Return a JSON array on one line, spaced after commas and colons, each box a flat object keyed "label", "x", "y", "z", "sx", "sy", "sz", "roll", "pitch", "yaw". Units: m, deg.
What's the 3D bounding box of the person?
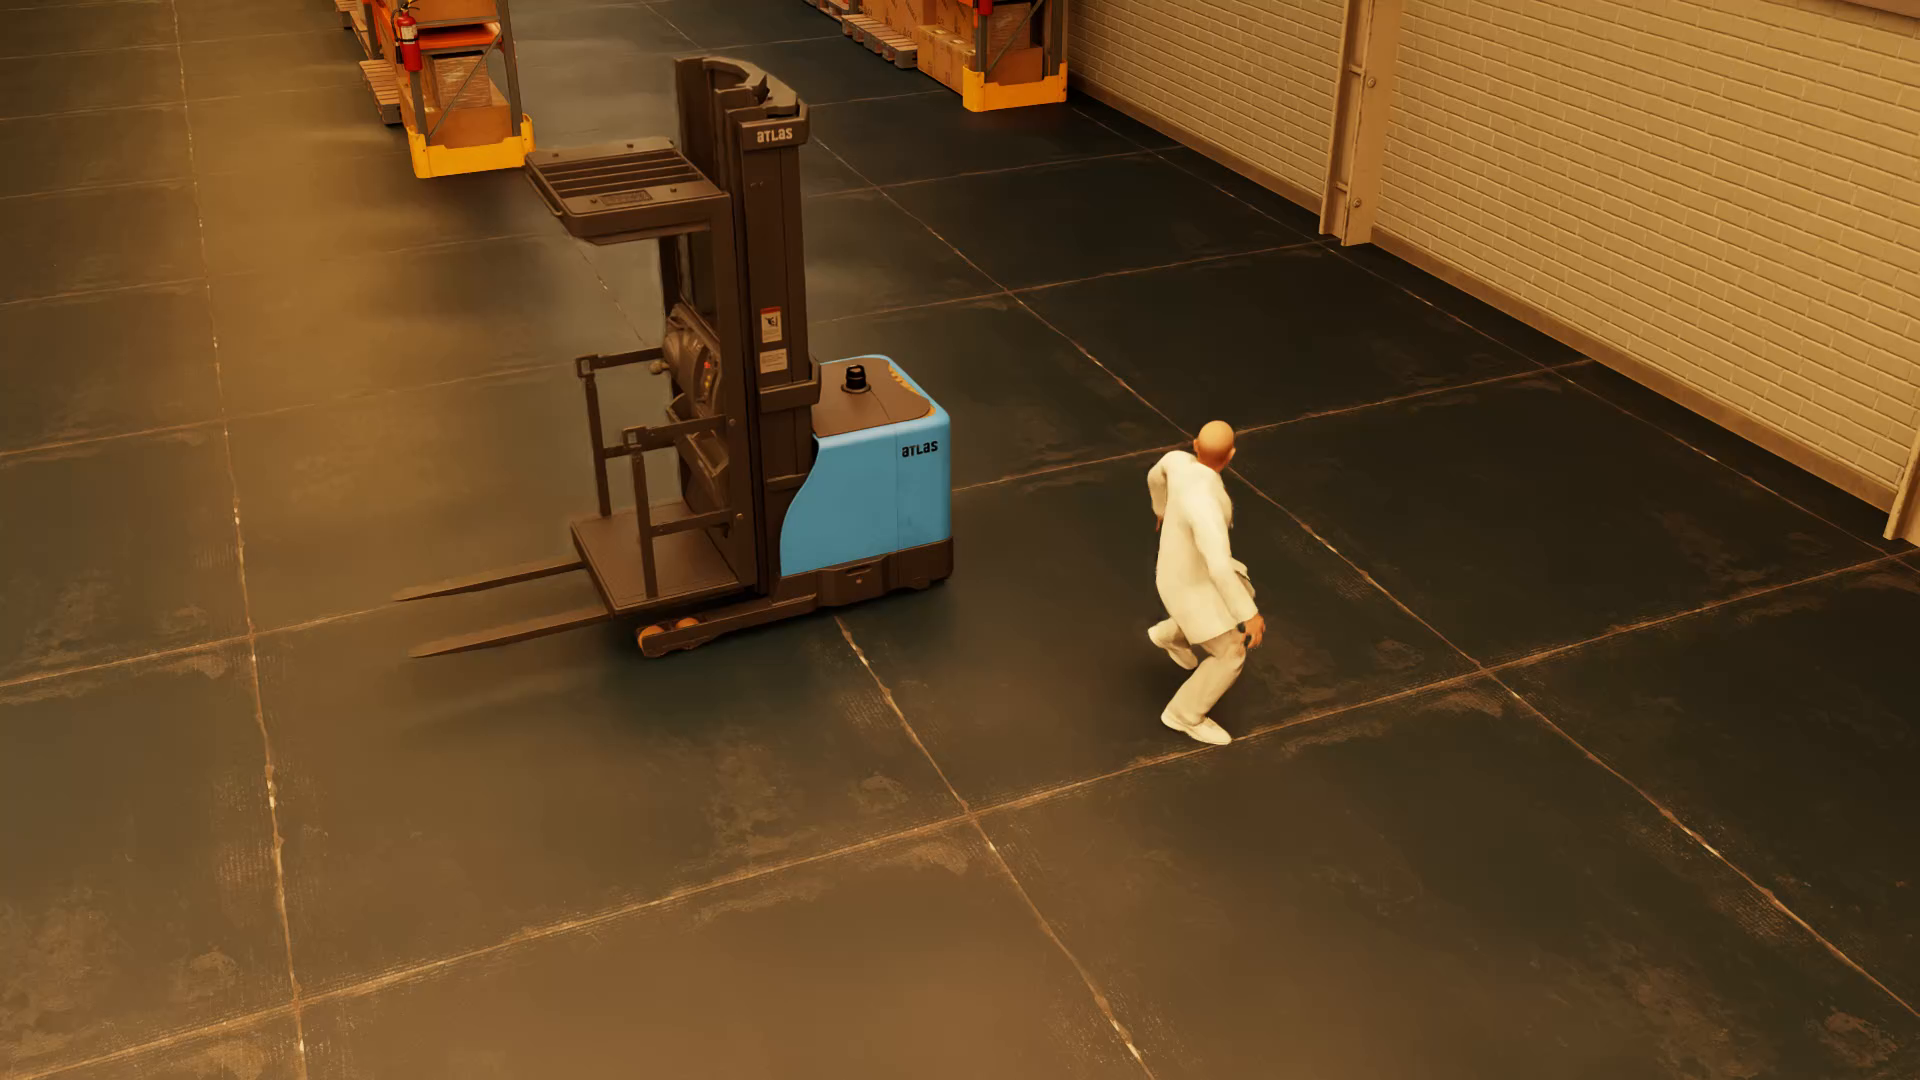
[{"label": "person", "x": 1.188, "y": 0.161, "z": 8.153, "sx": 0.593, "sy": 1.669, "sz": 0.922, "roll": 3, "pitch": 30, "yaw": 5}]

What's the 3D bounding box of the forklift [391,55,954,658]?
[{"label": "forklift", "x": -1.598, "y": -0.938, "z": 8.760, "sx": 3.031, "sy": 2.935, "sz": 1.130, "roll": -13, "pitch": 32, "yaw": -21}]
